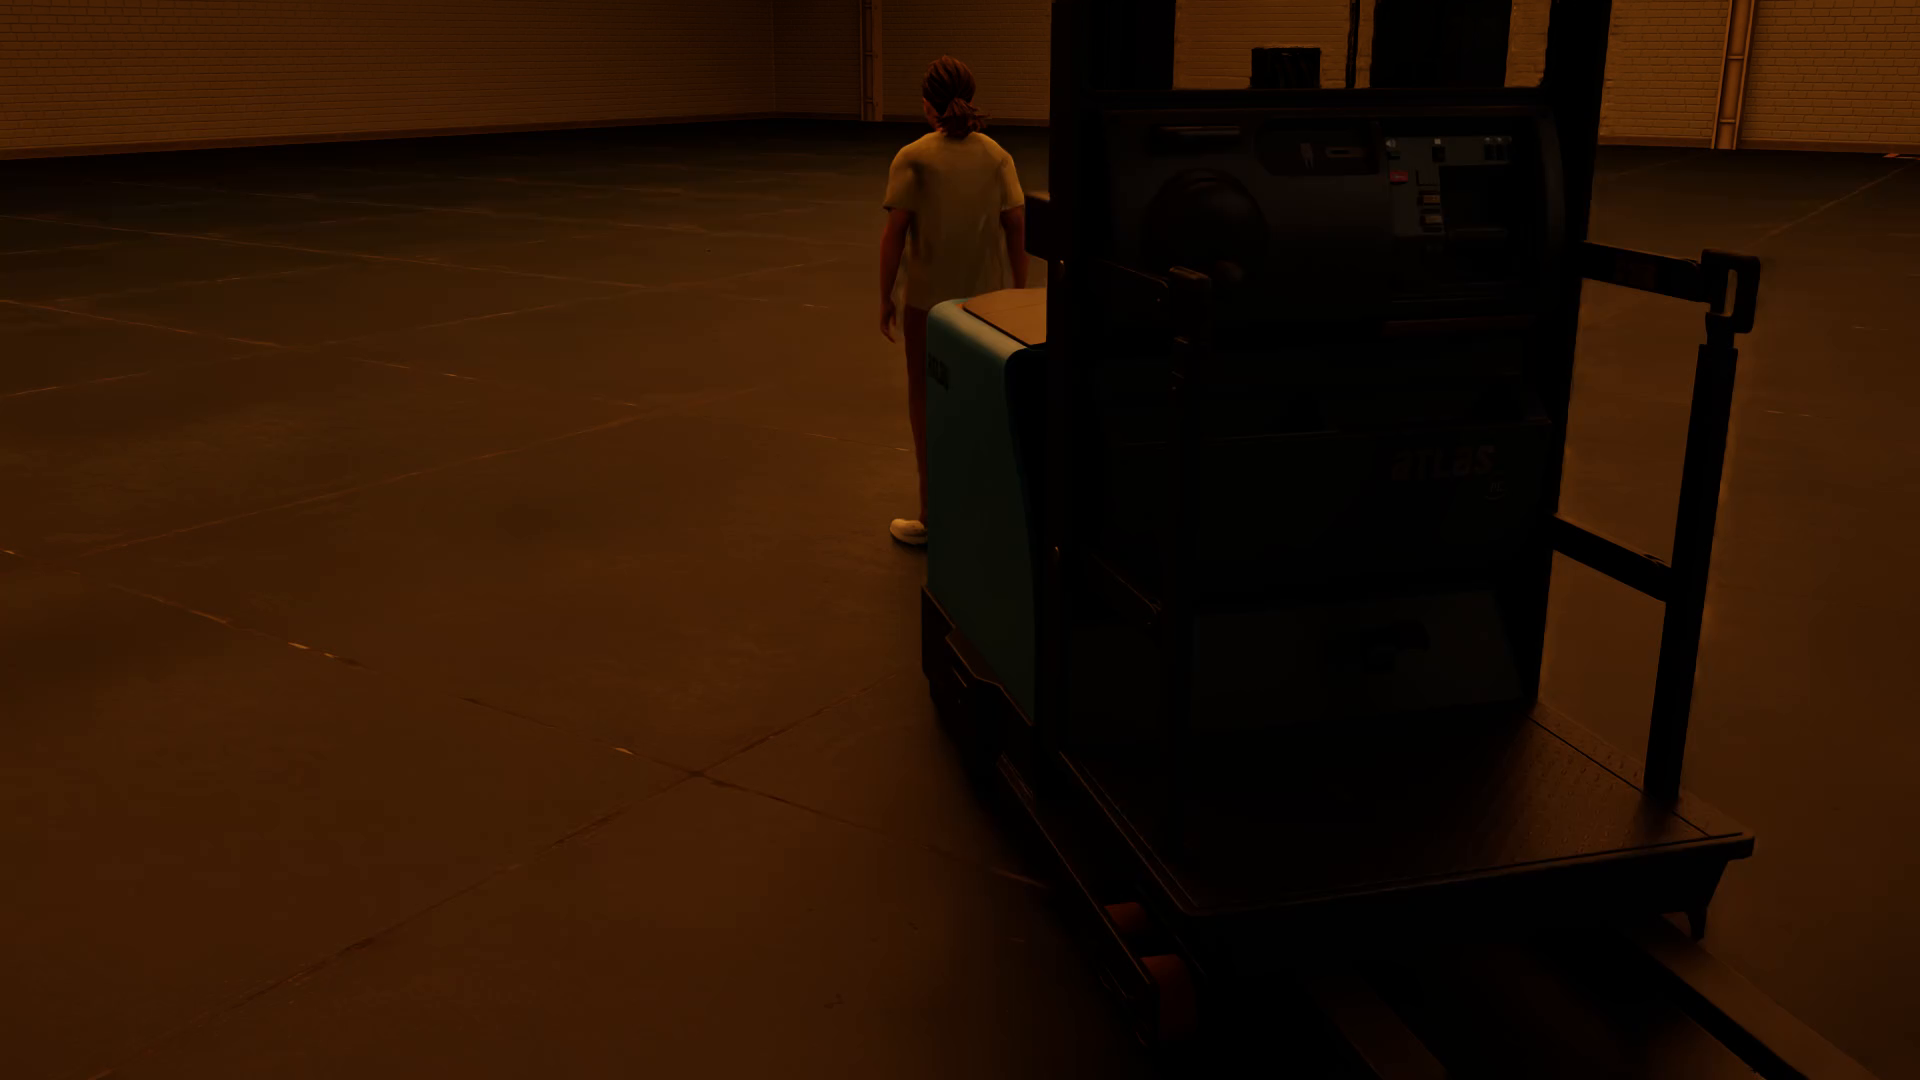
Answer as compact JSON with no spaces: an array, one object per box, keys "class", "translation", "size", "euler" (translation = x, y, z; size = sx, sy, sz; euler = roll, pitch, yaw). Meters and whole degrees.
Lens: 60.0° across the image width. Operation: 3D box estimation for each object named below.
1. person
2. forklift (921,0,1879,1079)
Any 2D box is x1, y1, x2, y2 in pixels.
[{"class":"person","translation":[-0.023,-0.714,5.756],"size":[0.494,1.371,0.334],"euler":[-4,17,-13]},{"class":"forklift","translation":[0.769,-0.627,2.930],"size":[1.130,2.935,3.031],"euler":[-4,17,-14]}]
